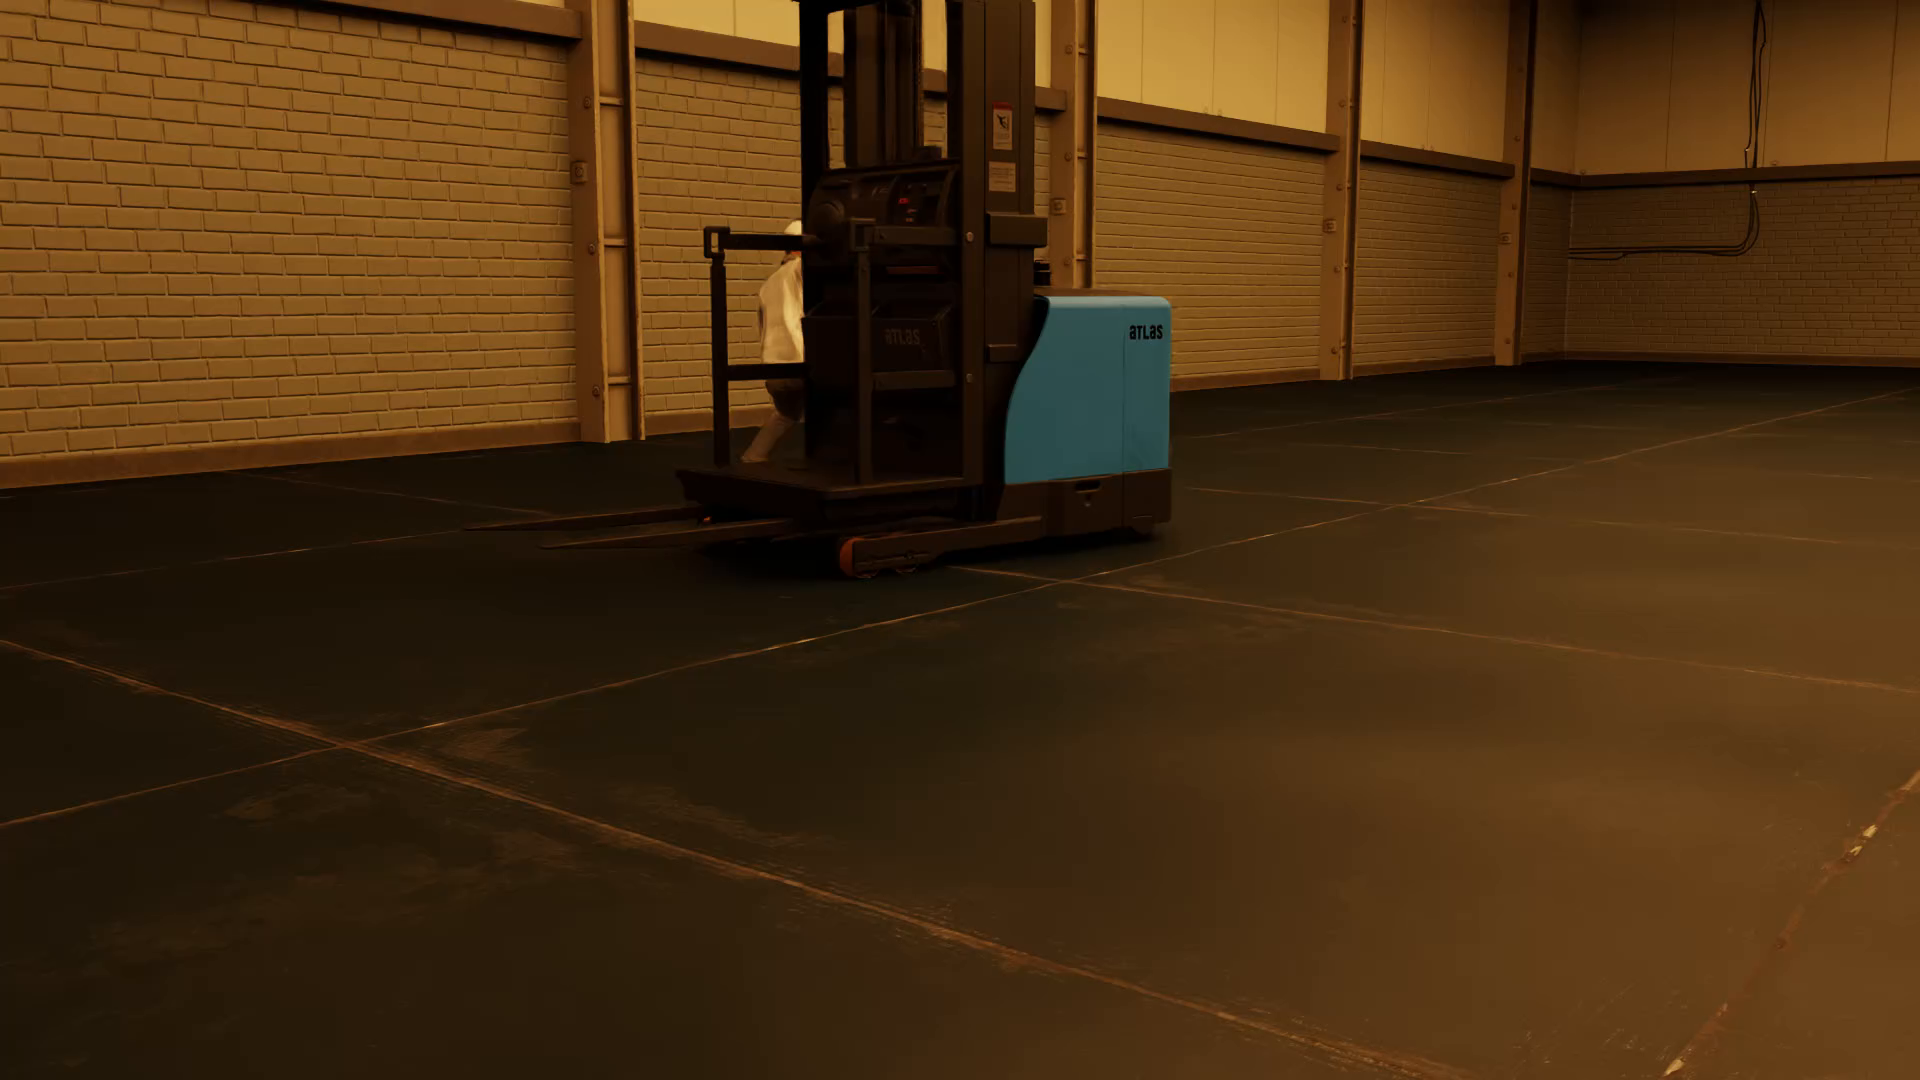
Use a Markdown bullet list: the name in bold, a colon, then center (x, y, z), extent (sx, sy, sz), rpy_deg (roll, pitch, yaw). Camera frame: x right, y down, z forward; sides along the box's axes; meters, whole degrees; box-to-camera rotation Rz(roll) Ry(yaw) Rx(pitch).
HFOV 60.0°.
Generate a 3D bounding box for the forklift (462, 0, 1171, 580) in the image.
- **forklift**: center (-0.493, -1.383, 6.735), extent (3.031, 2.935, 1.130), rpy_deg (-7, 11, -40)

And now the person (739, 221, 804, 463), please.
- **person**: center (-0.891, -1.047, 9.532), extent (0.881, 1.554, 0.699), rpy_deg (5, 10, 33)
